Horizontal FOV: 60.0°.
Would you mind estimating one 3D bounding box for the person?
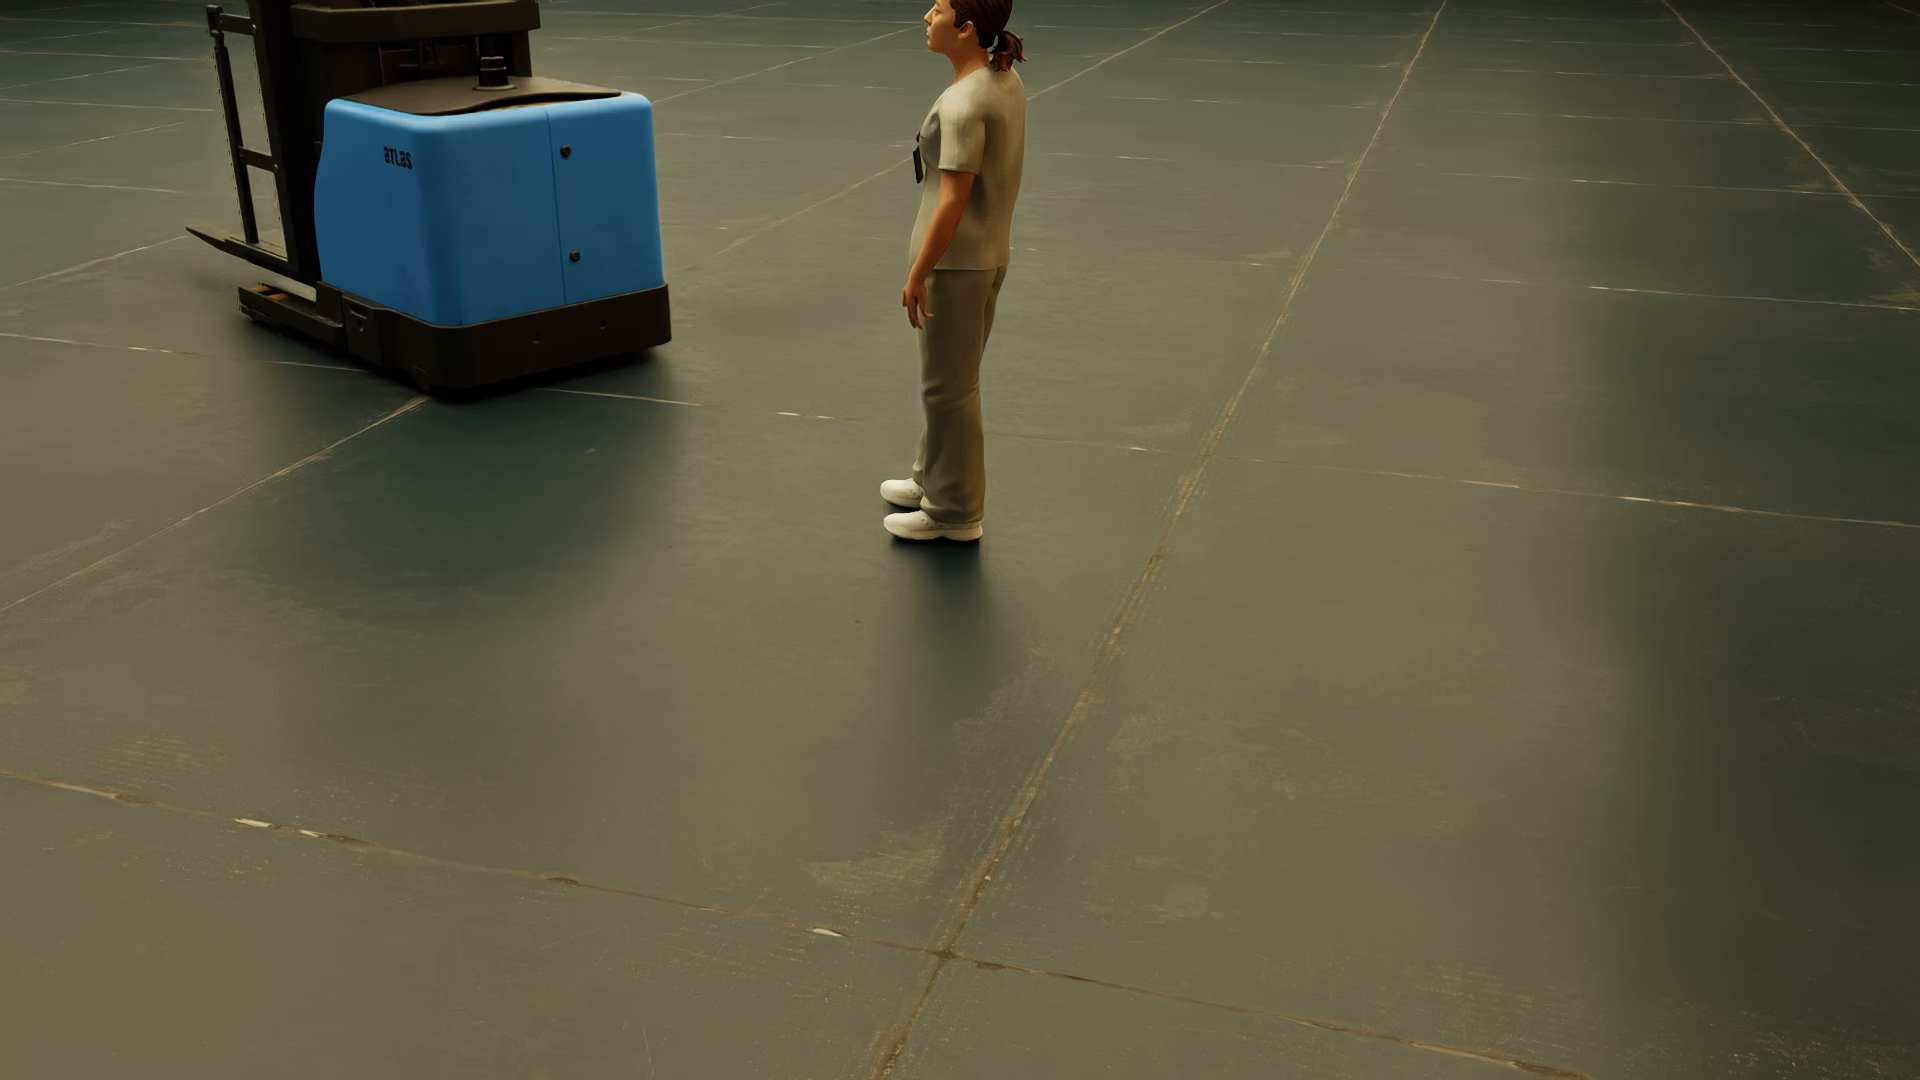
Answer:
[{"bbox_3d":[-0.067,-0.795,4.831,0.548,1.673,0.549,7,23,16],"label":"person"}]

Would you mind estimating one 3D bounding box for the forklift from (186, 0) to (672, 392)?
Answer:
[{"bbox_3d":[-2.595,-2.399,7.091,1.130,2.935,3.031,-20,30,-40],"label":"forklift"}]
